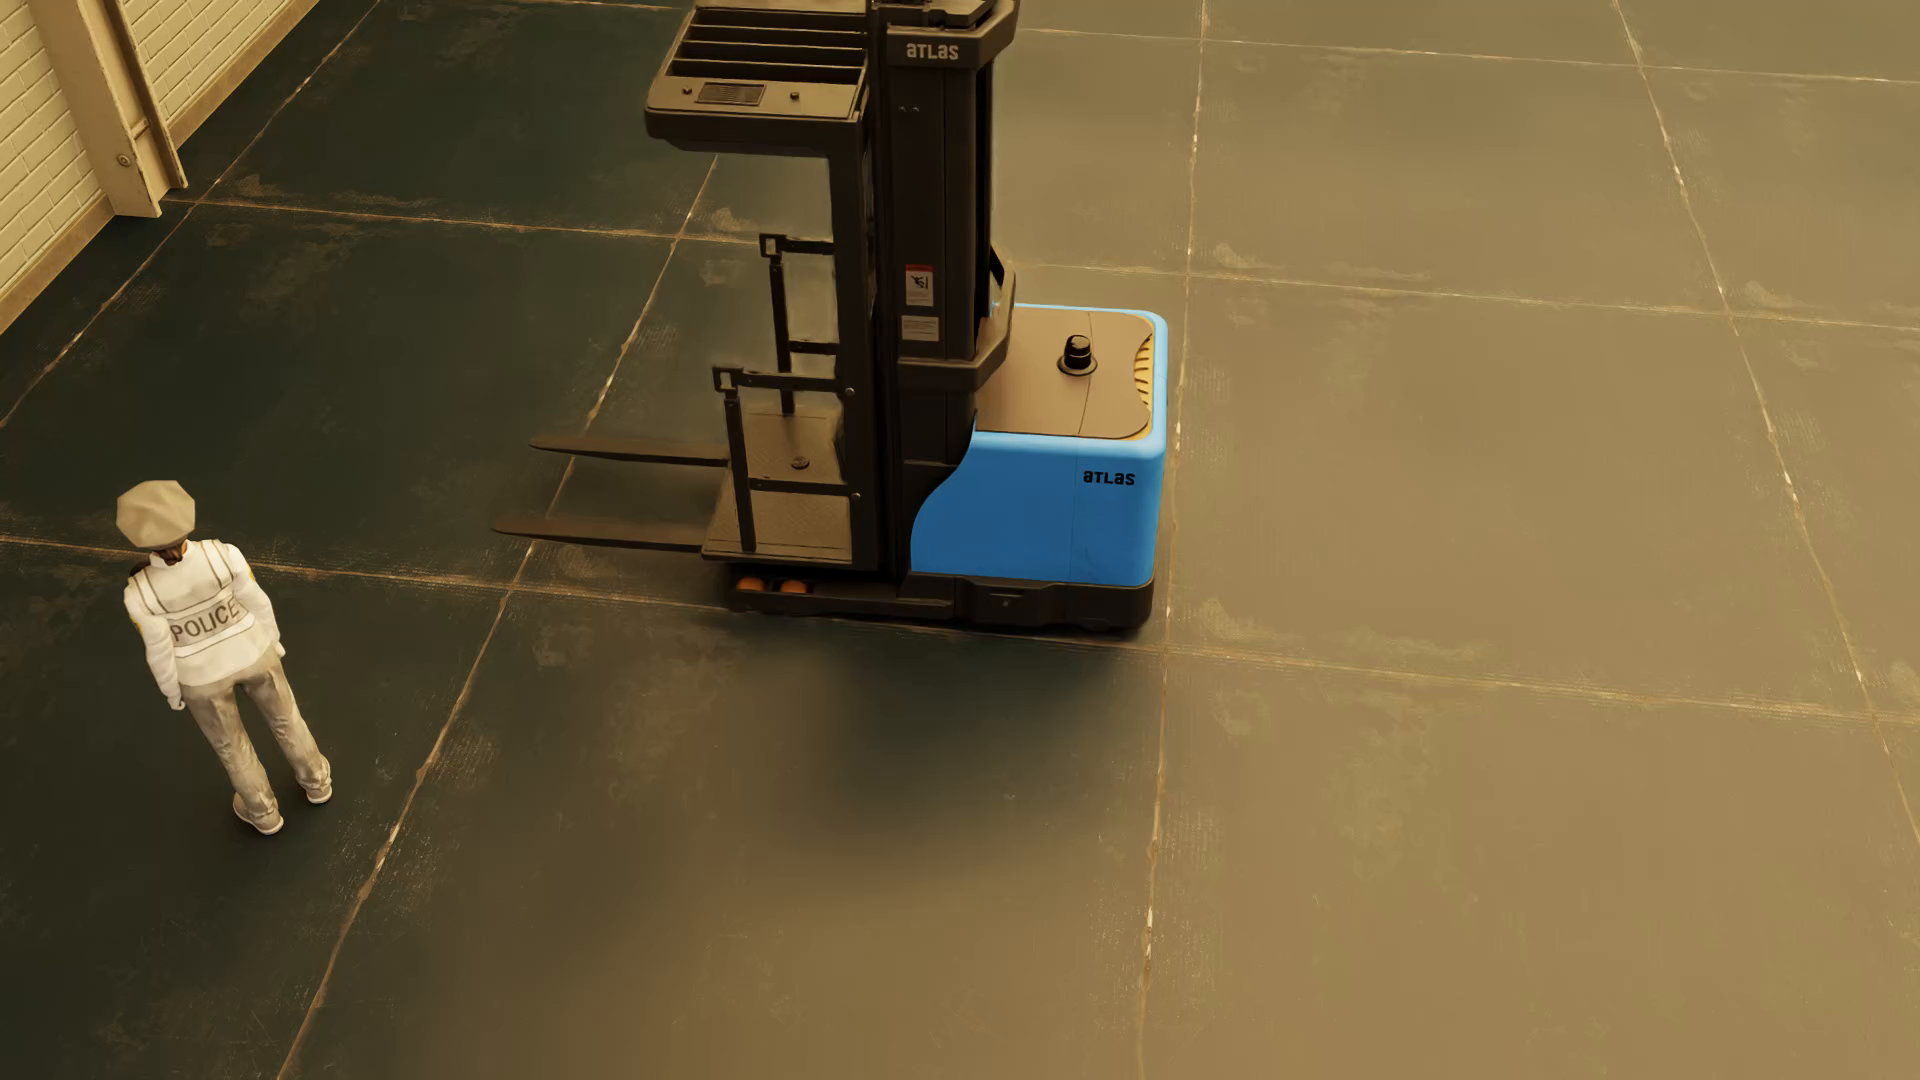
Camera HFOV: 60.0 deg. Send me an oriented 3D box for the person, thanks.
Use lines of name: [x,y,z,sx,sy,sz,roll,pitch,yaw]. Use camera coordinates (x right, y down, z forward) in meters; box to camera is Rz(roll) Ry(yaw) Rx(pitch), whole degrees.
person: [-2.731,0.451,6.153,0.460,1.694,0.359,-29,50,-28]

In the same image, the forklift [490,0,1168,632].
forklift: [-0.614,-1.088,6.908,3.031,2.935,1.130,4,43,4]
